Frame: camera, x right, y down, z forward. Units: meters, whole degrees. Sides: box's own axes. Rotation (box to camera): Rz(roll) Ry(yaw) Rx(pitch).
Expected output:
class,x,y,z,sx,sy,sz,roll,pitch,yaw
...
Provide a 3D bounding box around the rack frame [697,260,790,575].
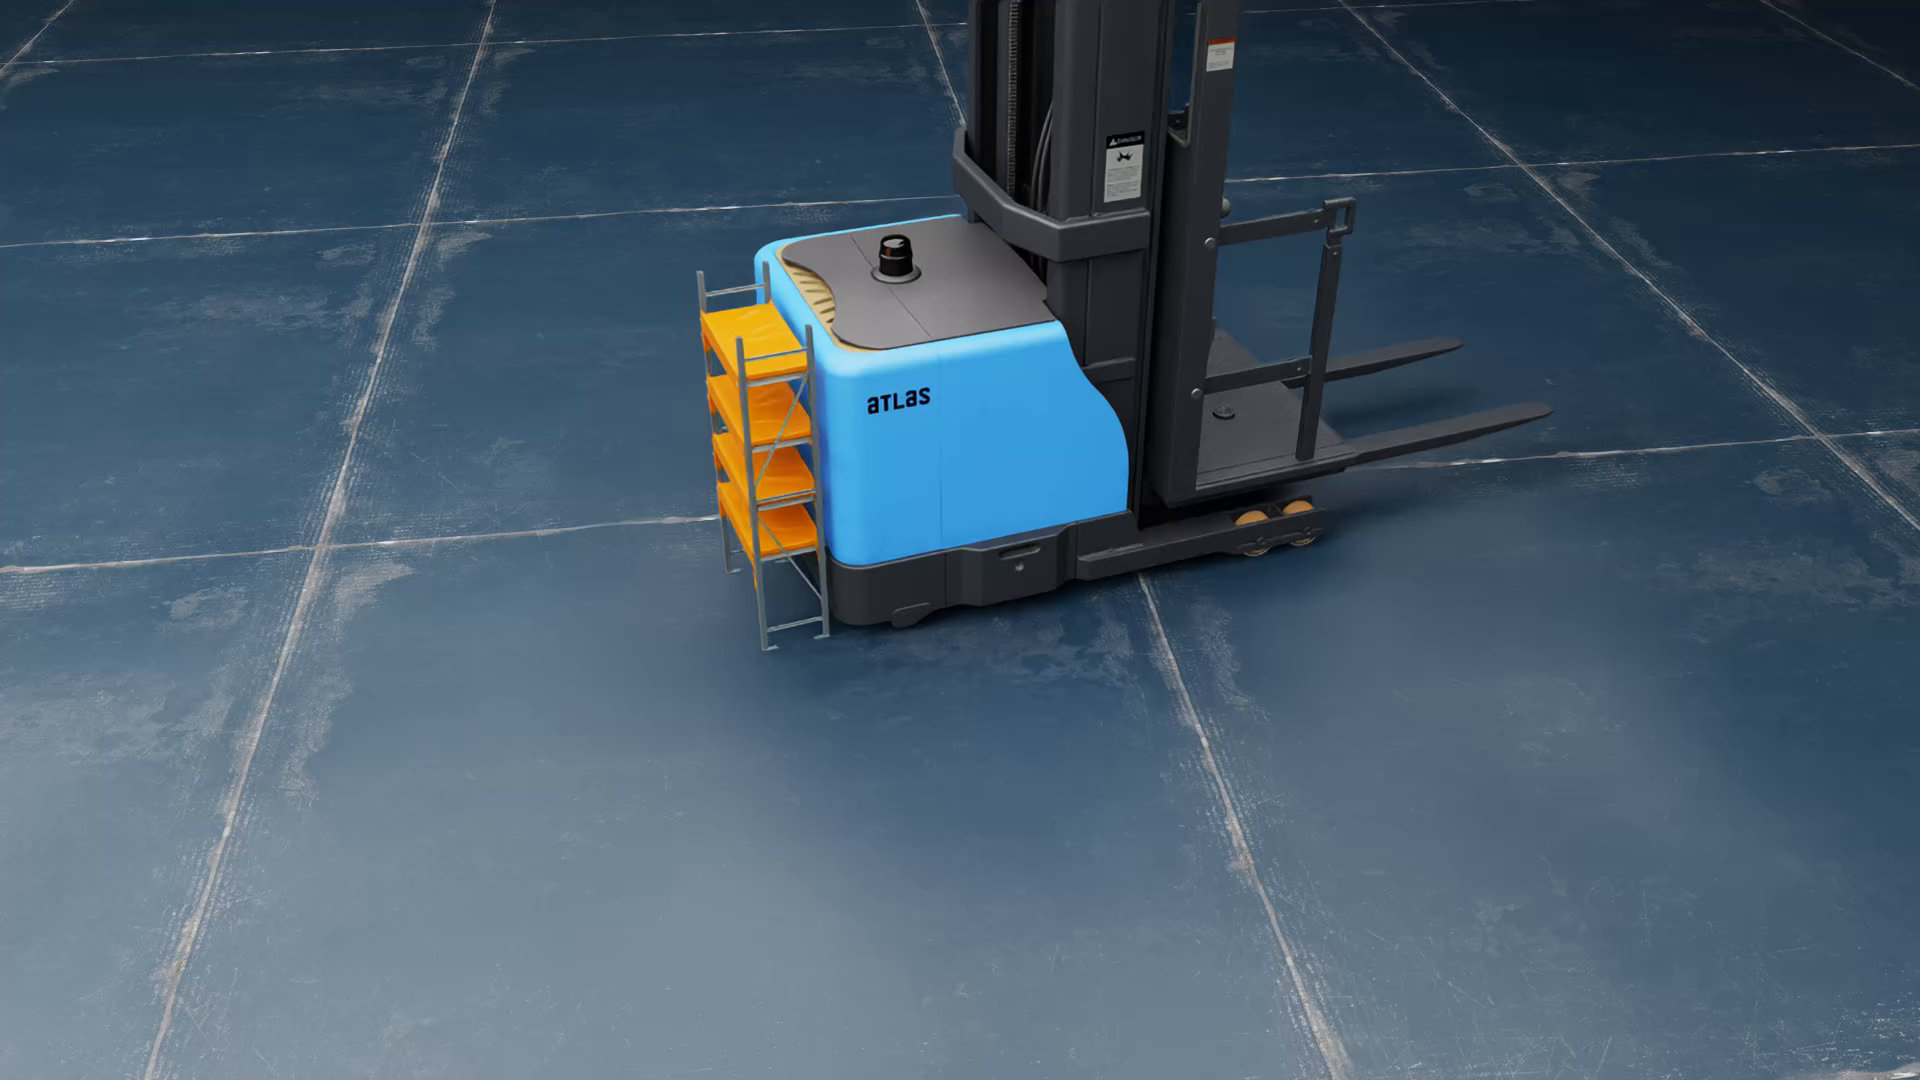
class,x,y,z,sx,sy,sz,roll,pitch,yaw
rack frame,-0.741,-0.396,5.766,0.240,1.200,0.015,-12,36,-17

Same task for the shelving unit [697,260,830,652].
class,x,y,z,sx,sy,sz,roll,pitch,yaw
shelving unit,-0.653,-0.268,5.578,0.258,1.200,0.503,-12,36,-17

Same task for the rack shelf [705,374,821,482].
class,x,y,z,sx,sy,sz,roll,pitch,yaw
rack shelf,-0.653,-0.397,5.490,0.258,0.148,0.480,-12,36,-17

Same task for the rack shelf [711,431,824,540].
class,x,y,z,sx,sy,sz,roll,pitch,yaw
rack shelf,-0.653,-0.212,5.615,0.258,0.148,0.480,-12,36,-17

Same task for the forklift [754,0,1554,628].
class,x,y,z,sx,sy,sz,roll,pitch,yaw
forklift,0.829,-1.417,5.727,3.031,2.935,1.130,-12,36,-17

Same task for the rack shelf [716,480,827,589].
class,x,y,z,sx,sy,sz,roll,pitch,yaw
rack shelf,-0.653,-0.048,5.727,0.258,0.148,0.480,-12,36,-17

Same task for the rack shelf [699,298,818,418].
class,x,y,z,sx,sy,sz,roll,pitch,yaw
rack shelf,-0.653,-0.593,5.356,0.258,0.148,0.480,-12,36,-17

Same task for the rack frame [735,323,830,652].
class,x,y,z,sx,sy,sz,roll,pitch,yaw
rack frame,-0.565,-0.140,5.390,0.240,1.200,0.015,-12,36,-17
